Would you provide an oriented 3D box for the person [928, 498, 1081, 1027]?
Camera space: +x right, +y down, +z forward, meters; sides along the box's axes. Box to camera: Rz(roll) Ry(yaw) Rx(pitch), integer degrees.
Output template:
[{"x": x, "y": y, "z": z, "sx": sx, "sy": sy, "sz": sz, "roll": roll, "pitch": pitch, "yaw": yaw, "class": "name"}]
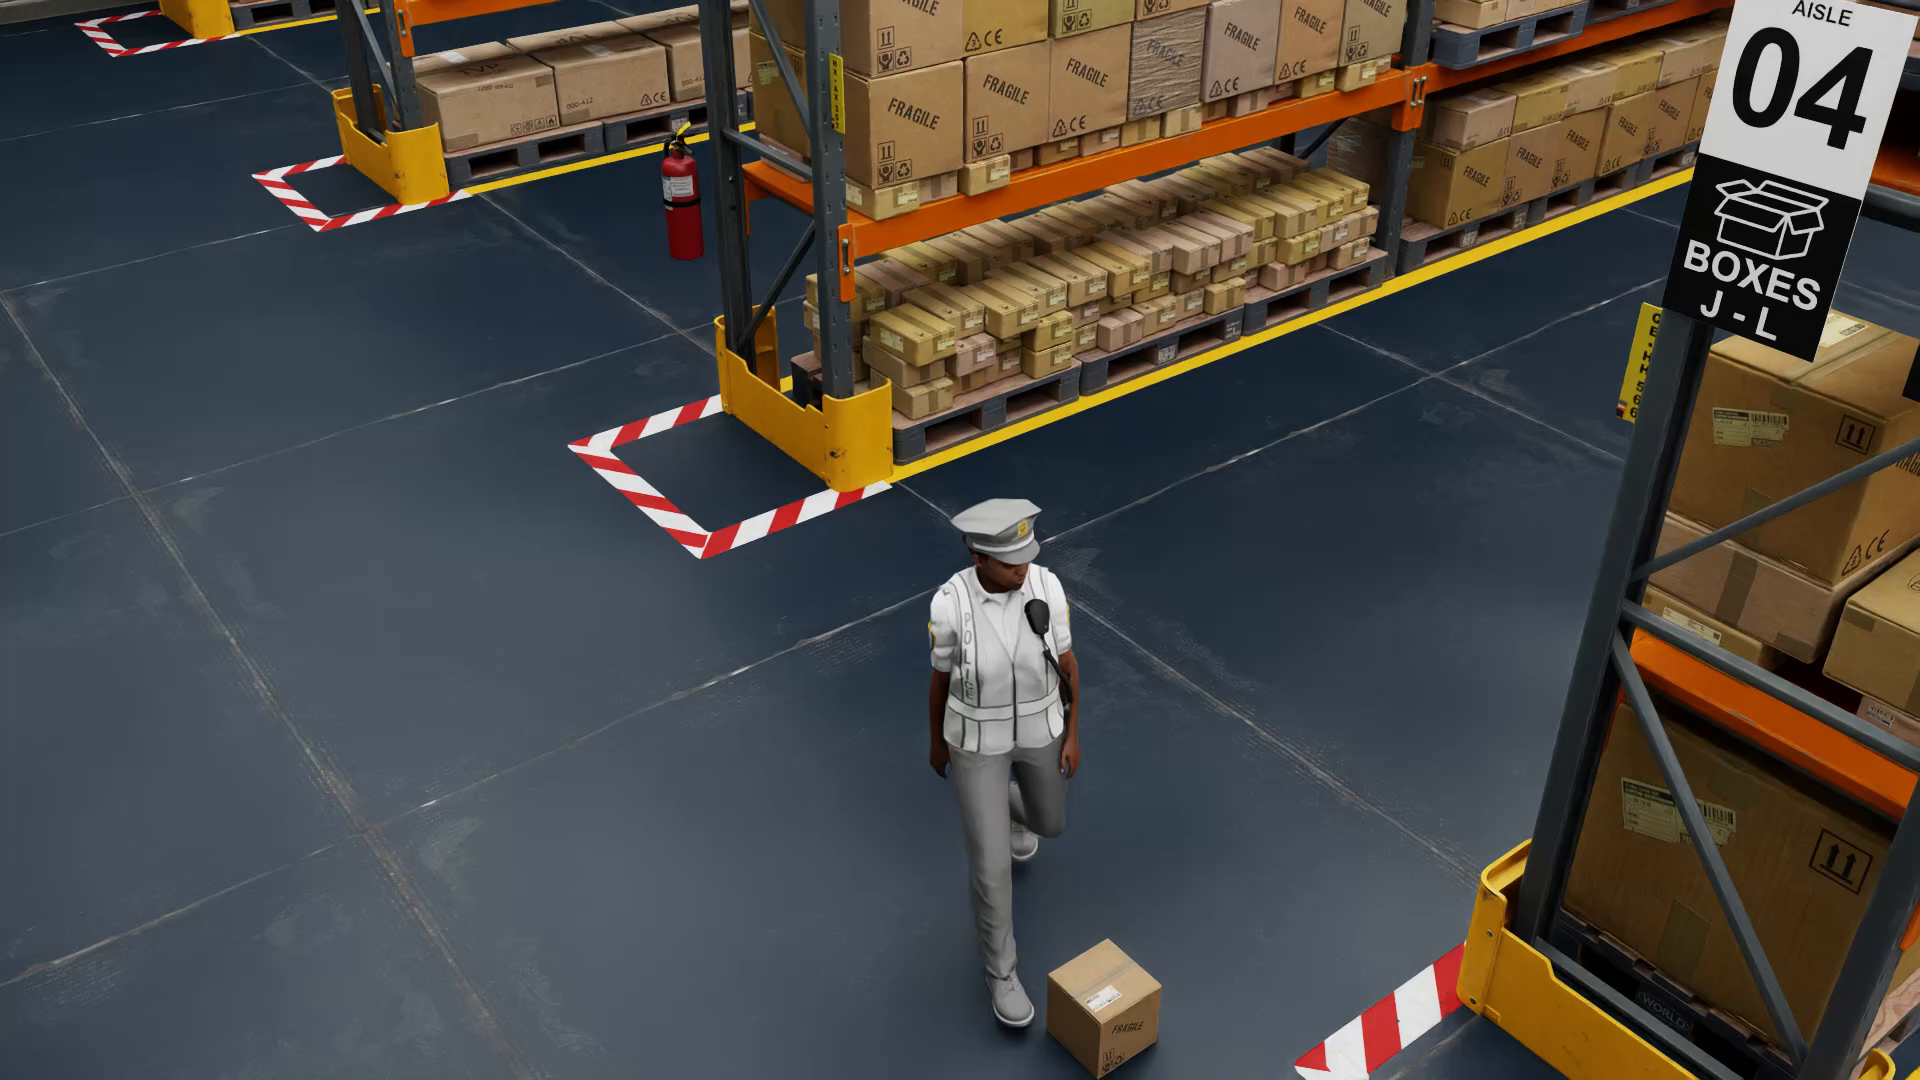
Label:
[{"x": 0.159, "y": 0.623, "z": 5.170, "sx": 0.463, "sy": 1.617, "sz": 0.922, "roll": -8, "pitch": 33, "yaw": -12, "class": "person"}]
